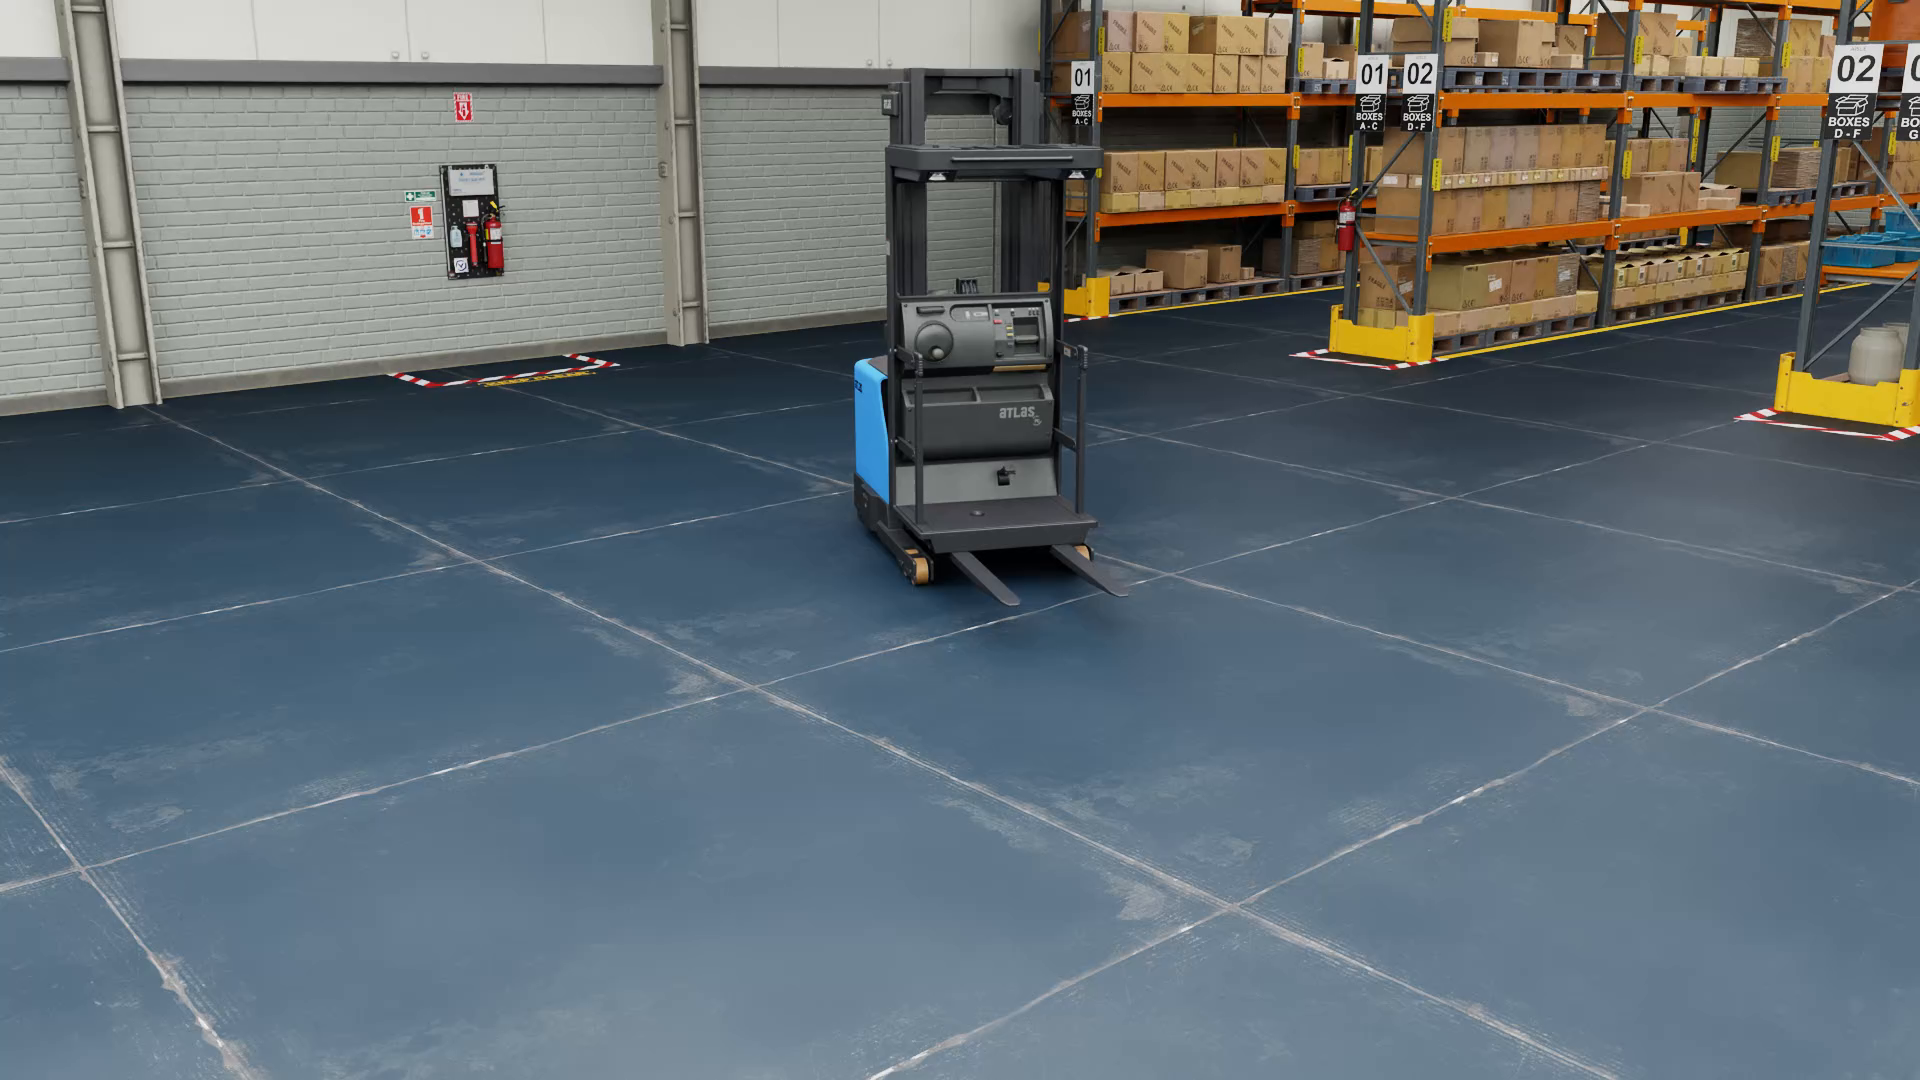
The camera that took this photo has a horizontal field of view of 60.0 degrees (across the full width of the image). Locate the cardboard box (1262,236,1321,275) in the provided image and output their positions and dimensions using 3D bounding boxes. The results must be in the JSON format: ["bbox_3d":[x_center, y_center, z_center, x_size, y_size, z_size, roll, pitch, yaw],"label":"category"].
[{"bbox_3d":[4.968,-4.275,24.931,0.500,0.500,0.700,-12,19,-38],"label":"cardboard box"}]

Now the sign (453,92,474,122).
[{"bbox_3d":[-5.121,-4.461,17.148,0.199,0.298,0.001,-13,19,-39],"label":"sign"}]

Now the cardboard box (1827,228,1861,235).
[{"bbox_3d":[13.957,-4.690,26.486,0.500,0.500,0.500,-13,19,-39],"label":"cardboard box"}]

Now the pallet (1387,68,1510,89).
[{"bbox_3d":[5.211,-5.022,18.096,1.213,0.211,1.003,-13,19,-39],"label":"pallet"}]

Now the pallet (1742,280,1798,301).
[{"bbox_3d":[11.284,-3.627,23.921,1.213,0.211,1.003,-13,19,-39],"label":"pallet"}]

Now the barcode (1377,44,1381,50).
[{"bbox_3d":[4.572,-5.375,18.123,0.075,0.075,0.001,-13,19,-39],"label":"barcode"}]

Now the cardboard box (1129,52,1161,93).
[{"bbox_3d":[2.251,-6.063,21.592,0.500,0.500,0.500,-11,19,-36],"label":"cardboard box"}]

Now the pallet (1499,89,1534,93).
[{"bbox_3d":[8.734,-7.487,27.519,1.213,0.211,1.003,-12,19,-37],"label":"pallet"}]

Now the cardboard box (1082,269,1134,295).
[{"bbox_3d":[1.987,-3.477,22.313,0.500,0.311,0.500,13,20,41],"label":"cardboard box"}]

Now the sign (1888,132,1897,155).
[{"bbox_3d":[14.080,-5.985,25.101,0.005,0.325,0.100,-13,19,-39],"label":"sign"}]

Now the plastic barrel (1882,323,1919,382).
[{"bbox_3d":[8.734,-1.748,15.487,0.421,0.512,0.421,0,15,0],"label":"plastic barrel"}]

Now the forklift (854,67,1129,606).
[{"bbox_3d":[0.167,-1.261,9.793,1.130,2.935,3.031,-4,15,-15],"label":"forklift"}]

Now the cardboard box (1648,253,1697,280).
[{"bbox_3d":[9.313,-3.606,21.863,0.500,0.311,0.500,-12,19,-38],"label":"cardboard box"}]

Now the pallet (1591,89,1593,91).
[{"bbox_3d":[11.083,-8.040,29.396,1.213,0.211,1.003,-13,19,-39],"label":"pallet"}]

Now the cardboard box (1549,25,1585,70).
[{"bbox_3d":[7.125,-5.912,19.979,0.500,0.500,0.500,-11,18,-35],"label":"cardboard box"}]

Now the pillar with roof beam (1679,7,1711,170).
[{"bbox_3d":[17.771,-9.861,30.228,0.400,9.000,9.100,-13,19,-39],"label":"pillar with roof beam"}]

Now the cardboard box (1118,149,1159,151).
[{"bbox_3d":[2.396,-5.057,22.667,0.500,0.500,0.500,-13,20,-41],"label":"cardboard box"}]

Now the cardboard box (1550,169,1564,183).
[{"bbox_3d":[6.845,-4.280,19.510,0.250,0.149,0.380,-13,20,-40],"label":"cardboard box"}]

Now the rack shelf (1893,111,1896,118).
[{"bbox_3d":[15.222,-6.974,26.626,4.000,0.370,1.077,-13,19,-39],"label":"rack shelf"}]

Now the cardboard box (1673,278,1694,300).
[{"bbox_3d":[9.305,-3.333,21.930,0.500,0.250,0.500,-12,19,-38],"label":"cardboard box"}]

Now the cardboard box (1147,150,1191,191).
[{"bbox_3d":[2.737,-4.954,22.283,0.500,0.500,0.500,-13,20,-41],"label":"cardboard box"}]

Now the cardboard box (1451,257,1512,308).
[{"bbox_3d":[5.956,-2.957,19.069,0.500,0.500,0.500,-13,19,-39],"label":"cardboard box"}]

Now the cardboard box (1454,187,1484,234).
[{"bbox_3d":[5.414,-3.715,18.652,0.500,0.500,0.700,-12,19,-38],"label":"cardboard box"}]

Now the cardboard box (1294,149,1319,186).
[{"bbox_3d":[4.830,-5.482,24.415,0.500,0.500,0.700,-13,19,-39],"label":"cardboard box"}]

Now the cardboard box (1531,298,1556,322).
[{"bbox_3d":[6.721,-2.761,19.788,0.500,0.250,0.500,-13,19,-39],"label":"cardboard box"}]

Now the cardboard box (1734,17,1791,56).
[{"bbox_3d":[11.029,-6.909,22.859,0.500,0.500,0.500,-13,19,-39],"label":"cardboard box"}]

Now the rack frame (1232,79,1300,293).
[{"bbox_3d":[4.424,-5.142,24.187,0.127,3.000,1.000,-13,19,-39],"label":"rack frame"}]

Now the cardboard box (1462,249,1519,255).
[{"bbox_3d":[6.369,-3.228,20.082,0.500,0.500,0.500,-13,19,-39],"label":"cardboard box"}]

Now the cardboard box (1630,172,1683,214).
[{"bbox_3d":[9.044,-4.527,21.693,0.500,0.500,0.500,-13,19,-39],"label":"cardboard box"}]

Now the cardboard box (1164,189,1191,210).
[{"bbox_3d":[2.753,-4.598,22.403,0.500,0.250,0.500,-13,20,-40],"label":"cardboard box"}]

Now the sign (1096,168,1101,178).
[{"bbox_3d":[1.763,-4.777,21.143,0.005,0.325,0.100,-13,19,-39],"label":"sign"}]

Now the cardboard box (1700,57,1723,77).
[{"bbox_3d":[9.568,-6.160,21.665,0.500,0.250,0.500,-13,20,-40],"label":"cardboard box"}]

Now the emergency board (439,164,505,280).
[{"bbox_3d":[-5.049,-3.323,17.380,0.643,1.169,0.194,-13,19,-39],"label":"emergency board"}]

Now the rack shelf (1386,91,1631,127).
[{"bbox_3d":[6.170,-4.941,19.016,4.000,0.370,1.077,-13,19,-39],"label":"rack shelf"}]

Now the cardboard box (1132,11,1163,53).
[{"bbox_3d":[2.268,-6.547,21.467,0.500,0.500,0.500,-13,20,-40],"label":"cardboard box"}]

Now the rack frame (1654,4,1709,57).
[{"bbox_3d":[13.476,-10.073,31.023,0.127,3.000,1.000,-13,19,-39],"label":"rack frame"}]

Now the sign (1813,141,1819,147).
[{"bbox_3d":[13.351,-6.056,25.931,0.005,0.325,0.100,-13,19,-39],"label":"sign"}]

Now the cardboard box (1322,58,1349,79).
[{"bbox_3d":[5.353,-6.932,24.436,0.500,0.311,0.500,-12,19,-38],"label":"cardboard box"}]

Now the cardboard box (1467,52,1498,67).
[{"bbox_3d":[5.664,-5.264,18.233,0.250,0.149,0.380,-13,19,-39],"label":"cardboard box"}]

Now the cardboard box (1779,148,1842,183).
[{"bbox_3d":[12.732,-5.619,24.966,0.500,0.500,0.700,-9,17,-31],"label":"cardboard box"}]

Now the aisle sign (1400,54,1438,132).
[{"bbox_3d":[4.812,-4.686,17.442,0.004,0.787,0.394,-13,19,-39],"label":"aisle sign"}]

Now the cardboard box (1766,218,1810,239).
[{"bbox_3d":[12.434,-4.696,25.058,0.500,0.250,0.500,-13,19,-39],"label":"cardboard box"}]

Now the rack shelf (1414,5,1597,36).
[{"bbox_3d":[8.950,-8.516,27.362,4.000,0.370,1.077,-13,19,-39],"label":"rack shelf"}]

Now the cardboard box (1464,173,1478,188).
[{"bbox_3d":[5.485,-3.974,18.364,0.250,0.149,0.380,-13,19,-39],"label":"cardboard box"}]

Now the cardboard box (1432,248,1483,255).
[{"bbox_3d":[8.082,-5.083,27.318,0.750,0.750,0.750,-13,20,-40],"label":"cardboard box"}]

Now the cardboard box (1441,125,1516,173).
[{"bbox_3d":[5.834,-4.437,18.840,0.500,0.500,0.700,-13,19,-39],"label":"cardboard box"}]

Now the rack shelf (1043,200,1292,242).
[{"bbox_3d":[2.915,-4.455,23.011,4.000,0.370,1.077,-13,19,-39],"label":"rack shelf"}]

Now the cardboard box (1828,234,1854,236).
[{"bbox_3d":[13.529,-4.399,25.396,0.500,0.500,0.500,-13,20,-40],"label":"cardboard box"}]

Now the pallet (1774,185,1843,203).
[{"bbox_3d":[12.160,-5.093,24.377,1.213,0.211,1.003,-13,19,-39],"label":"pallet"}]

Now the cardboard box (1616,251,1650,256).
[{"bbox_3d":[8.944,-3.706,22.238,0.500,0.311,0.500,-13,20,-40],"label":"cardboard box"}]

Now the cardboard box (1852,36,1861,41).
[{"bbox_3d":[12.796,-7.093,24.479,0.600,0.600,0.600,-13,20,-40],"label":"cardboard box"}]

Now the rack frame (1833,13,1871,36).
[{"bbox_3d":[13.713,-8.432,24.878,0.127,3.000,1.000,-13,19,-39],"label":"rack frame"}]
